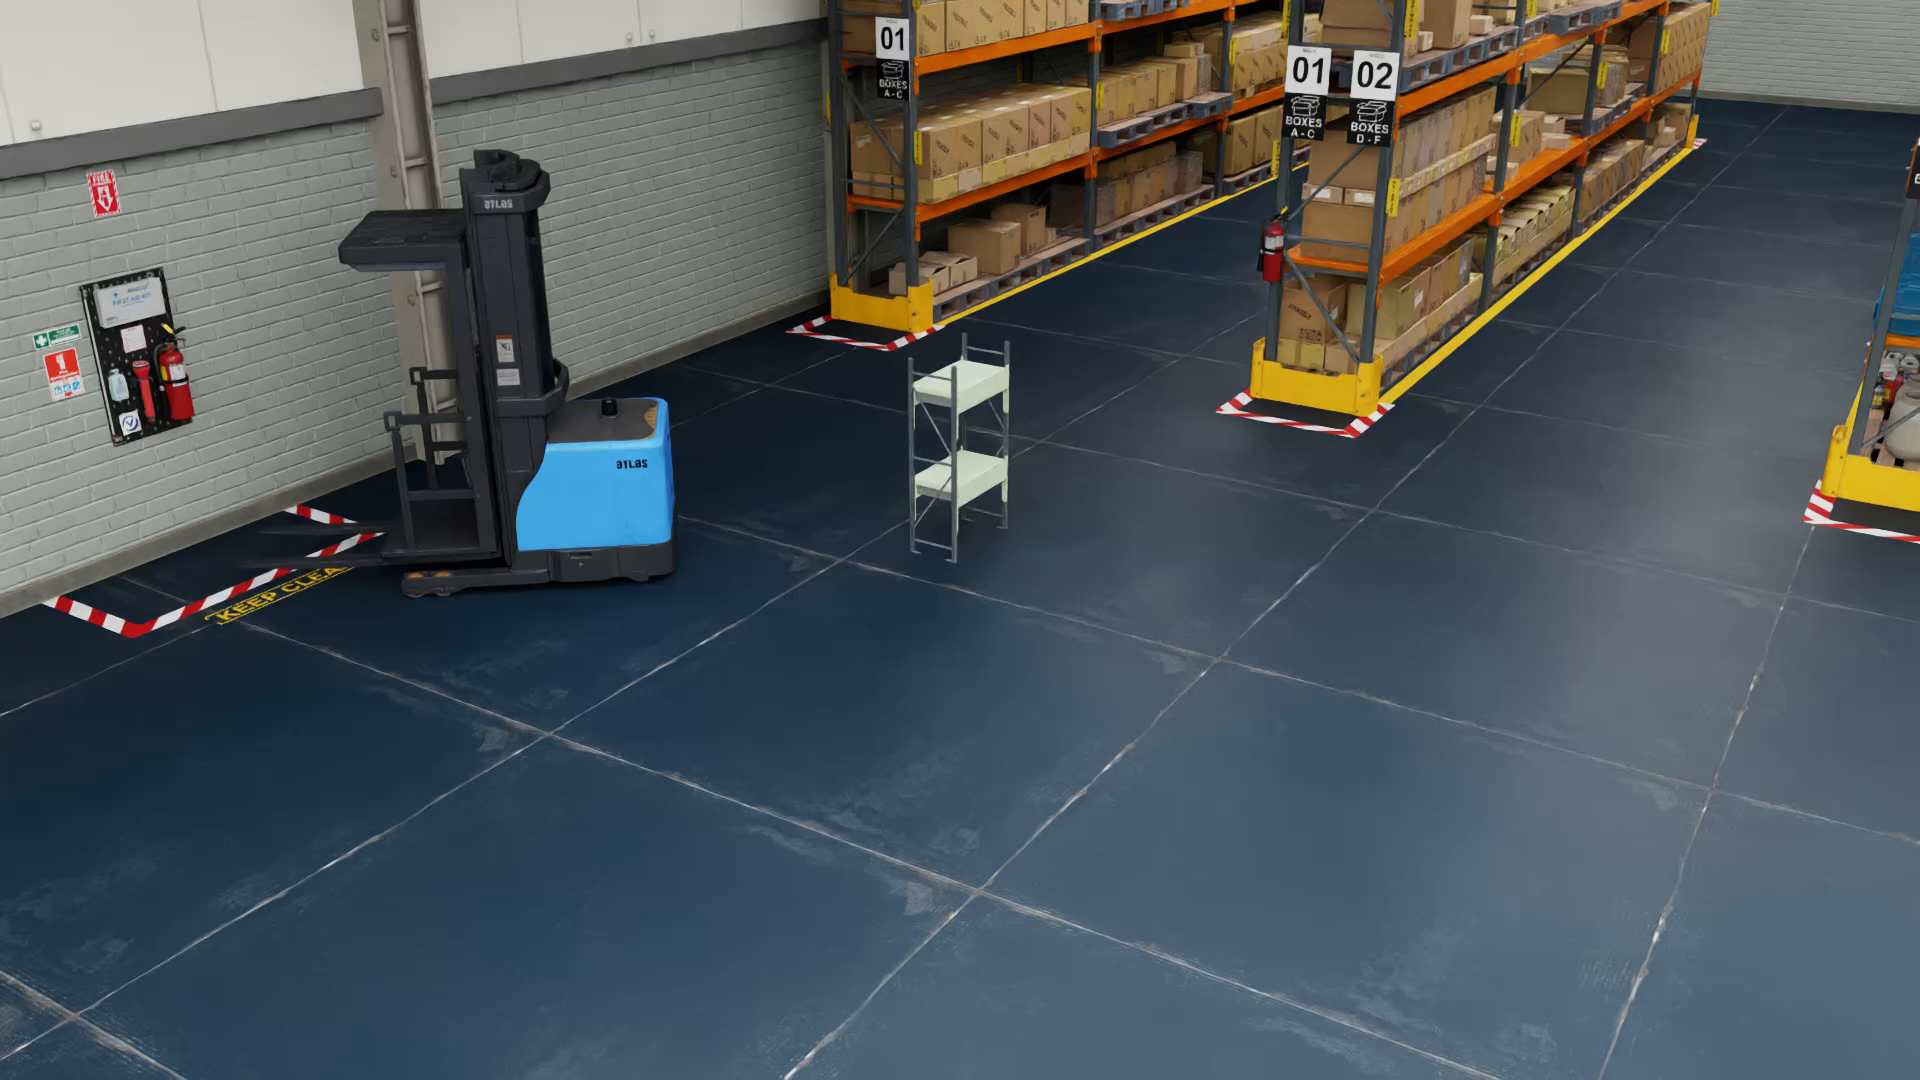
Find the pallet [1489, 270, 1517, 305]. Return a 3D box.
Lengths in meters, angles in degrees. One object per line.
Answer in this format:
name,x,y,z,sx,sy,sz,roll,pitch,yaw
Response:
pallet,5.784,-3.009,19.271,1.003,0.211,1.213,14,27,29

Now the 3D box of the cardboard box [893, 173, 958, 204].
cardboard box,-0.364,-3.757,17.653,0.500,0.250,0.500,13,27,27

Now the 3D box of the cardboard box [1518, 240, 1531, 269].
cardboard box,6.394,-3.395,19.584,0.500,0.250,0.500,13,27,27

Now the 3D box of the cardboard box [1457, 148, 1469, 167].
cardboard box,4.929,-3.896,16.867,0.380,0.149,0.250,14,27,29

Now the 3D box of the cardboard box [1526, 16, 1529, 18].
cardboard box,6.049,-5.924,18.379,0.500,0.250,0.500,11,26,24

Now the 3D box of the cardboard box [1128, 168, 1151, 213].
cardboard box,2.126,-4.724,22.315,0.700,0.500,0.500,14,27,30

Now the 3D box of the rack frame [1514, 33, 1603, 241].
rack frame,7.539,-5.382,21.242,1.000,3.000,0.127,14,27,29

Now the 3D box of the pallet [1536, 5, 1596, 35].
pallet,6.669,-6.046,19.238,1.003,0.211,1.213,15,28,31

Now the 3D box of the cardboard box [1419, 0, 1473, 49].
cardboard box,4.427,-4.864,15.440,0.500,0.500,0.500,14,27,29

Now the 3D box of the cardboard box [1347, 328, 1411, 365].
cardboard box,4.051,-1.917,16.170,0.500,0.250,0.500,14,27,29

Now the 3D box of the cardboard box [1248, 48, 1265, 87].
cardboard box,4.086,-6.895,24.213,0.500,0.500,0.500,15,28,31

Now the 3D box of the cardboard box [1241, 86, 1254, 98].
cardboard box,4.051,-6.530,24.186,0.380,0.149,0.250,15,27,31

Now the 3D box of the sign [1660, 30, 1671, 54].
sign,10.122,-7.148,23.865,0.100,0.325,0.005,14,27,29

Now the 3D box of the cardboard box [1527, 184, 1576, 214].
cardboard box,7.472,-4.342,21.066,0.500,0.311,0.500,15,27,30

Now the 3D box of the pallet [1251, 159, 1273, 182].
pallet,4.453,-5.799,25.717,1.003,0.211,1.213,14,27,29

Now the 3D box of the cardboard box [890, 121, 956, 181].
cardboard box,-0.384,-4.101,17.504,0.500,0.500,0.500,14,27,29

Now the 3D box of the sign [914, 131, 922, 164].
sign,-0.431,-4.002,16.965,0.100,0.325,0.005,14,27,29

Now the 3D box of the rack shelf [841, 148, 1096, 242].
rack shelf,0.163,-4.064,19.102,1.077,0.370,4.000,14,27,29

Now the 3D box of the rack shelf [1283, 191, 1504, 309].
rack shelf,4.374,-3.027,16.707,1.077,0.370,4.000,14,27,29

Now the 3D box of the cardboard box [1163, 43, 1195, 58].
cardboard box,3.015,-6.730,22.859,0.380,0.149,0.250,9,25,20

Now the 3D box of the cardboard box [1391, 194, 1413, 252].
cardboard box,3.849,-3.061,15.755,0.700,0.500,0.500,15,27,30

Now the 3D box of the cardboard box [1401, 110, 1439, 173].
cardboard box,4.142,-3.845,15.932,0.700,0.500,0.500,14,27,29

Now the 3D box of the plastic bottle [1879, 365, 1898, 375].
plastic bottle,8.351,-1.432,14.993,0.152,0.276,0.135,13,27,28

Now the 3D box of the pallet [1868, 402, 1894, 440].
pallet,8.603,-1.082,14.818,1.003,0.211,1.213,14,27,29

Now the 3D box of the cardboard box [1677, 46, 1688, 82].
cardboard box,10.949,-7.407,25.793,0.500,0.500,0.500,13,27,28

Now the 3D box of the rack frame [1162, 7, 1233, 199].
rack frame,3.328,-6.419,23.637,1.000,3.000,0.127,14,27,29

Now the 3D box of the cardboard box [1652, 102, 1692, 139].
cardboard box,11.681,-6.902,27.345,0.500,0.500,0.500,14,27,29

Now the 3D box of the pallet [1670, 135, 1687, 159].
pallet,11.299,-6.507,27.352,1.003,0.211,1.213,14,27,29

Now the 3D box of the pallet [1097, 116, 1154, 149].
pallet,1.745,-5.208,21.082,1.003,0.211,1.213,14,27,29

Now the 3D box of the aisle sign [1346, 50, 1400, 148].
aisle sign,3.544,-3.788,14.289,0.394,0.787,0.004,14,27,29

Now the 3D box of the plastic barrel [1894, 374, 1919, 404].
plastic barrel,8.072,-1.101,13.956,0.421,0.512,0.421,0,23,0

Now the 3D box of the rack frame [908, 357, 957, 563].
rack frame,-0.197,-0.562,11.997,0.400,1.500,0.023,14,27,29

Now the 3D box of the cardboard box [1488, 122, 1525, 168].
cardboard box,6.126,-4.511,19.105,0.500,0.500,0.500,16,28,33

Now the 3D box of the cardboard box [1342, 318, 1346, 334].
cardboard box,3.604,-2.027,16.424,0.500,0.250,0.500,14,27,29

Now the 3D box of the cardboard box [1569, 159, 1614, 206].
cardboard box,8.562,-4.877,22.667,0.500,0.500,0.500,13,27,28

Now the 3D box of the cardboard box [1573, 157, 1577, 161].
cardboard box,8.378,-5.155,23.309,0.500,0.500,0.500,13,26,27

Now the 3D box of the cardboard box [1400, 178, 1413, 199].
cardboard box,3.979,-3.286,15.459,0.380,0.149,0.250,14,27,29

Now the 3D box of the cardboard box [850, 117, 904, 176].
cardboard box,-0.824,-4.207,17.747,0.500,0.500,0.500,14,27,28

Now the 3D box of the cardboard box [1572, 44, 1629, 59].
cardboard box,9.209,-6.858,23.996,0.700,0.500,0.500,5,24,11

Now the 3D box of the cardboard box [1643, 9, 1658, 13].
cardboard box,10.496,-7.975,25.847,0.500,0.500,0.500,14,27,28

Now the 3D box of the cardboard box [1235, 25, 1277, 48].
cardboard box,4.330,-7.405,24.445,0.500,0.250,0.500,14,27,29

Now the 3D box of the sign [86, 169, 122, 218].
sign,-5.847,-2.367,11.360,0.001,0.298,0.199,14,27,29

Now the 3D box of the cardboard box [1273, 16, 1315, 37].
cardboard box,5.131,-7.923,25.642,0.500,0.250,0.500,15,27,30

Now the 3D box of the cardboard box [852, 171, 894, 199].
cardboard box,-0.810,-3.857,17.884,0.500,0.250,0.500,14,27,30

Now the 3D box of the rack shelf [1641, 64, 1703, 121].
rack shelf,10.704,-7.077,26.063,1.077,0.370,4.000,14,27,29

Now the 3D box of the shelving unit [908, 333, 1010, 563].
shelving unit,-0.004,-0.686,12.282,0.431,1.500,0.755,14,27,29

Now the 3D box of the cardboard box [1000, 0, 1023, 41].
cardboard box,0.346,-5.746,18.156,0.500,0.500,0.500,16,28,32

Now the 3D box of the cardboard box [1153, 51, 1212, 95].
cardboard box,3.089,-6.506,23.159,0.700,0.500,0.500,11,26,23

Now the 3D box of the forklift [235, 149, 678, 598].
forklift,-3.602,-1.164,11.586,3.031,2.935,1.130,-3,24,-7

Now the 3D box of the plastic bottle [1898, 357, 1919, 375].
plastic bottle,8.672,-1.529,15.217,0.152,0.276,0.135,14,27,29

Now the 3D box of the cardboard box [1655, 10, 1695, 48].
cardboard box,10.951,-7.859,25.579,0.500,0.500,0.500,15,27,31

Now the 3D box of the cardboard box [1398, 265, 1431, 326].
cardboard box,4.306,-2.432,16.416,0.500,0.500,0.500,14,27,29

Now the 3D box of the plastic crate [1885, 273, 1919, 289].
plastic crate,7.882,-2.024,13.672,0.499,0.251,0.408,14,27,29
